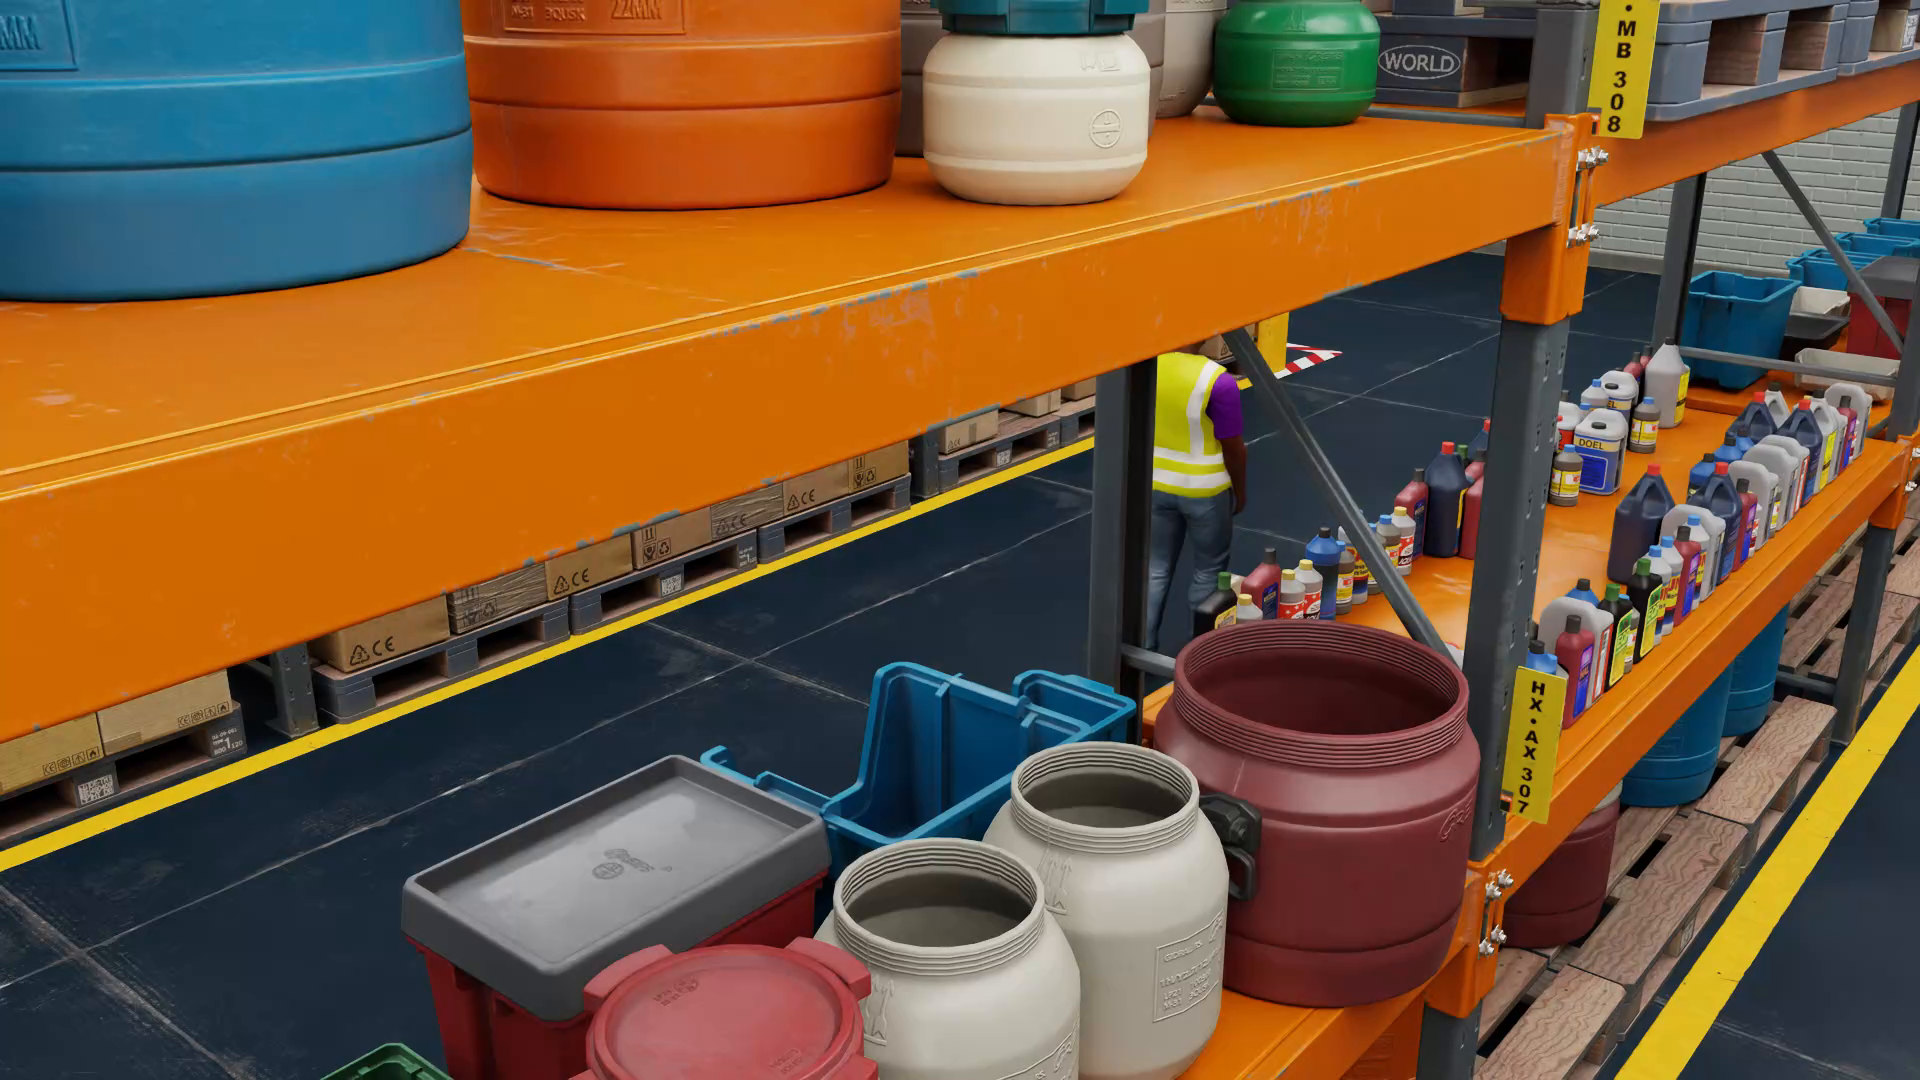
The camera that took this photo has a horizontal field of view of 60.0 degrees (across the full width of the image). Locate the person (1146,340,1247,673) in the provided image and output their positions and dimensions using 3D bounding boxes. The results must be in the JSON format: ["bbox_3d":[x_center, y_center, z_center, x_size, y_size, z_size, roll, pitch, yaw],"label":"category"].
[{"bbox_3d":[0.997,-0.211,7.263,0.585,1.845,0.515,16,25,37],"label":"person"}]
